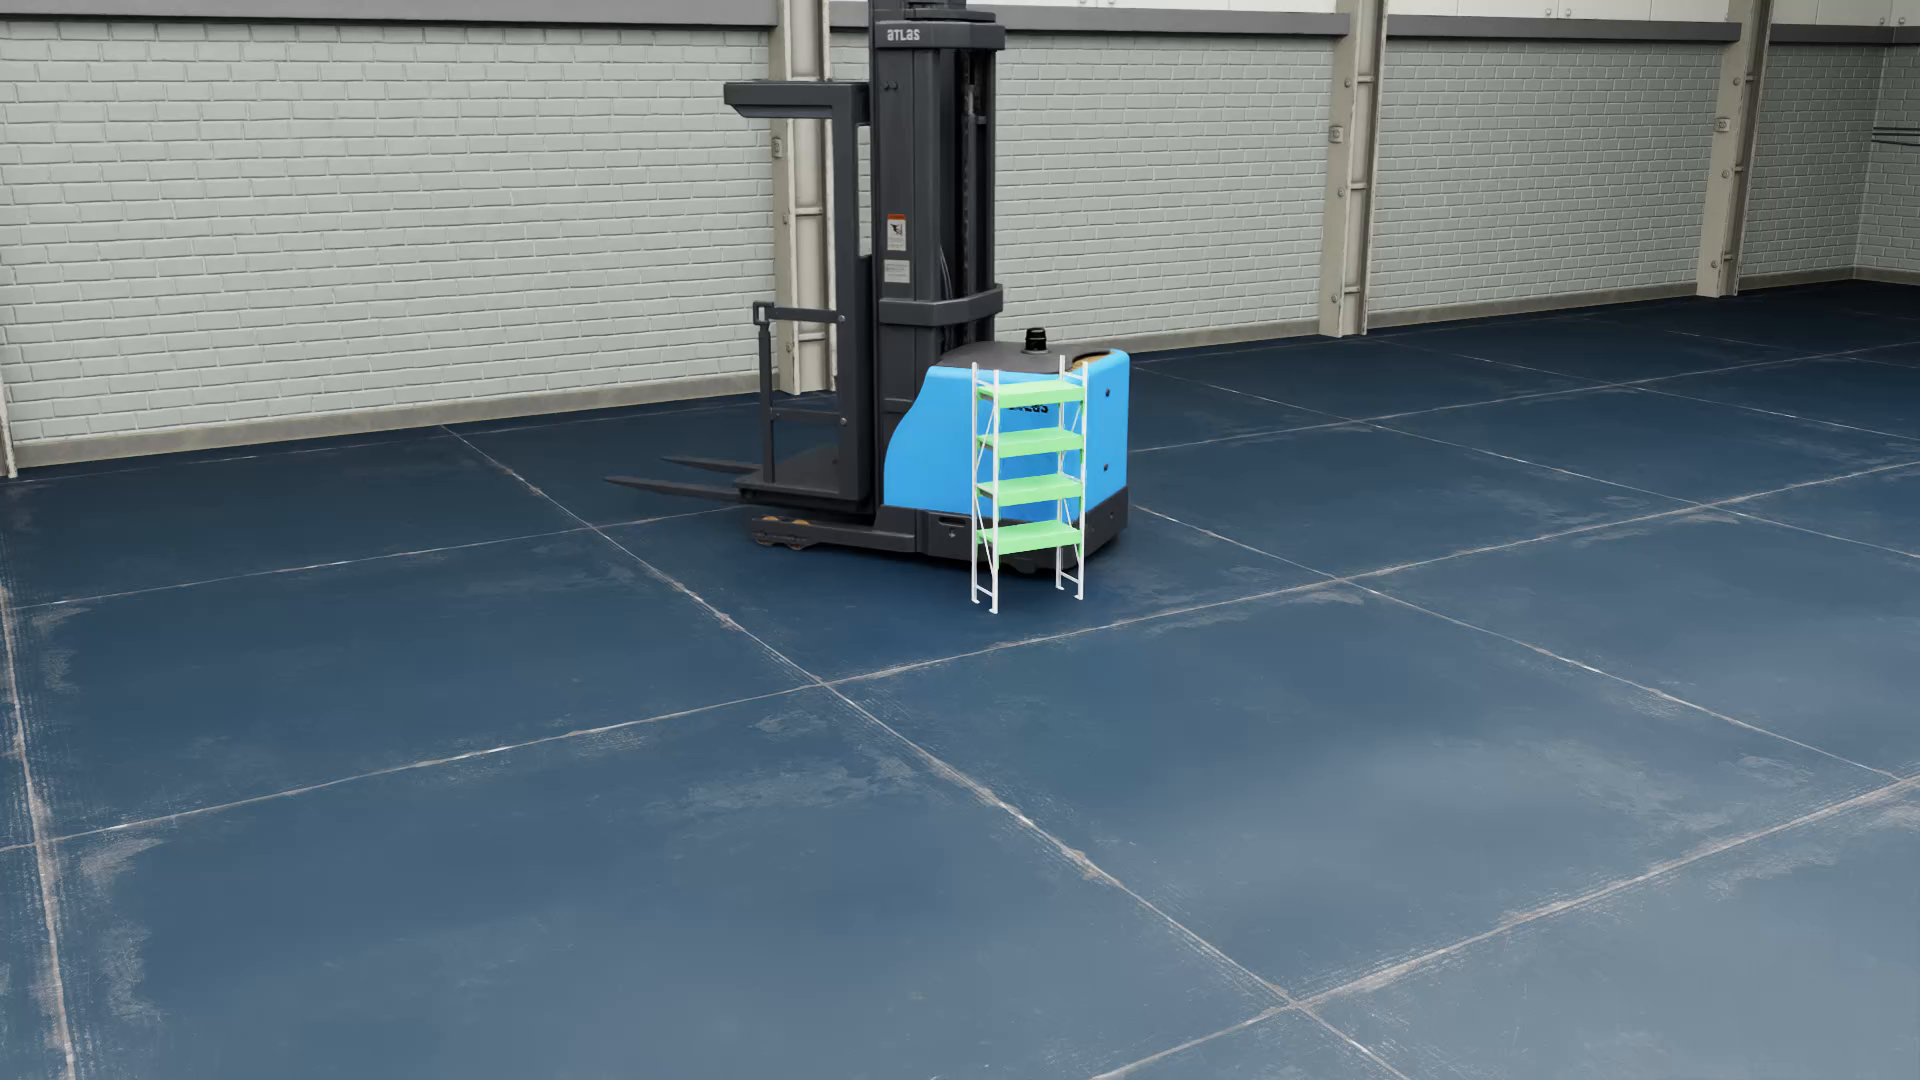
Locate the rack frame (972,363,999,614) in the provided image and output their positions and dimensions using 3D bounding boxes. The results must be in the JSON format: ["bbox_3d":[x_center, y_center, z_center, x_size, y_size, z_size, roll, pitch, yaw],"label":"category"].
[{"bbox_3d":[0.120,-0.248,8.070,0.015,1.200,0.240,-8,17,-26],"label":"rack frame"}]

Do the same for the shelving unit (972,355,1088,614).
[{"bbox_3d":[0.338,-0.278,8.177,0.503,1.200,0.258,-8,17,-26],"label":"shelving unit"}]

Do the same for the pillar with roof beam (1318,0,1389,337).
[{"bbox_3d":[6.088,-5.427,12.097,0.400,9.000,9.100,-9,18,-30],"label":"pillar with roof beam"}]

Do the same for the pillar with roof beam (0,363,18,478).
[{"bbox_3d":[-4.198,-3.759,6.146,0.400,9.000,9.100,-9,18,-30],"label":"pillar with roof beam"}]

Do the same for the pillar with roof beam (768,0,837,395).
[{"bbox_3d":[0.945,-4.593,9.122,0.400,9.000,9.100,-9,18,-30],"label":"pillar with roof beam"}]

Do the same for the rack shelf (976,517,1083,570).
[{"bbox_3d":[0.338,0.015,8.259,0.480,0.148,0.258,-8,17,-26],"label":"rack shelf"}]

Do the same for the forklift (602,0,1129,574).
[{"bbox_3d":[-0.615,-1.477,9.247,3.031,2.935,1.130,7,17,23],"label":"forklift"}]

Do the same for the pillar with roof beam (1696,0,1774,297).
[{"bbox_3d":[11.231,-6.261,15.072,0.400,9.000,9.100,-9,18,-30],"label":"pillar with roof beam"}]

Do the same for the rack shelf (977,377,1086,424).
[{"bbox_3d":[0.338,-0.678,8.065,0.480,0.148,0.258,-8,17,-26],"label":"rack shelf"}]

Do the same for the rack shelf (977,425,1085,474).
[{"bbox_3d":[0.338,-0.447,8.130,0.480,0.148,0.258,-8,17,-26],"label":"rack shelf"}]

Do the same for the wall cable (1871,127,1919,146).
[{"bbox_3d":[12.221,-5.865,19.414,0.112,2.526,3.097,-9,18,-30],"label":"wall cable"}]

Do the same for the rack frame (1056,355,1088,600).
[{"bbox_3d":[0.555,-0.308,8.284,0.015,1.200,0.240,-8,17,-26],"label":"rack frame"}]

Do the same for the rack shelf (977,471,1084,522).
[{"bbox_3d":[0.338,-0.216,8.194,0.480,0.148,0.258,-8,17,-26],"label":"rack shelf"}]
